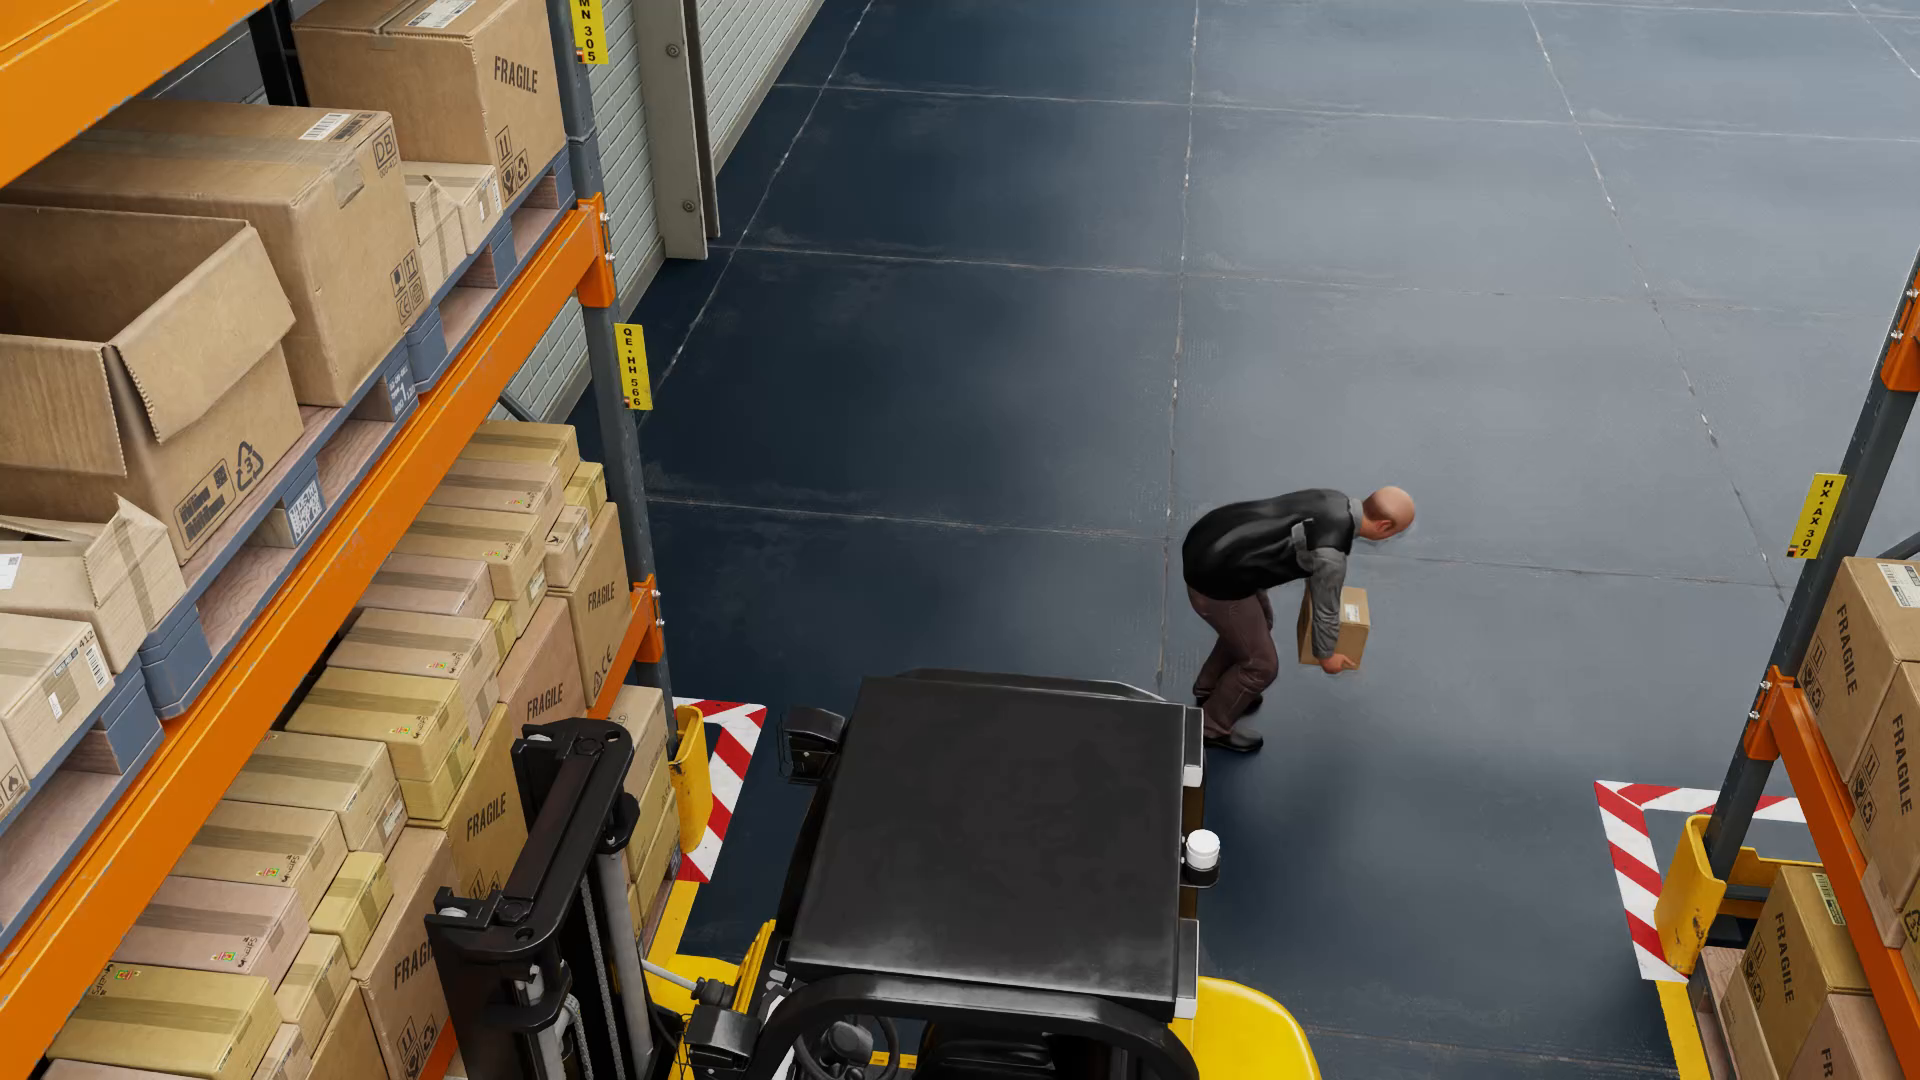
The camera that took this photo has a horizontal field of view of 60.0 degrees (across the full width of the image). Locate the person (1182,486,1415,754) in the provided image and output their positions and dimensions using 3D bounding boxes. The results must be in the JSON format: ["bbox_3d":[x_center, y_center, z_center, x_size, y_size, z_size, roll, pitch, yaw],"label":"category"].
[{"bbox_3d":[1.376,0.306,7.029,0.908,1.266,0.475,3,36,4],"label":"person"}]
